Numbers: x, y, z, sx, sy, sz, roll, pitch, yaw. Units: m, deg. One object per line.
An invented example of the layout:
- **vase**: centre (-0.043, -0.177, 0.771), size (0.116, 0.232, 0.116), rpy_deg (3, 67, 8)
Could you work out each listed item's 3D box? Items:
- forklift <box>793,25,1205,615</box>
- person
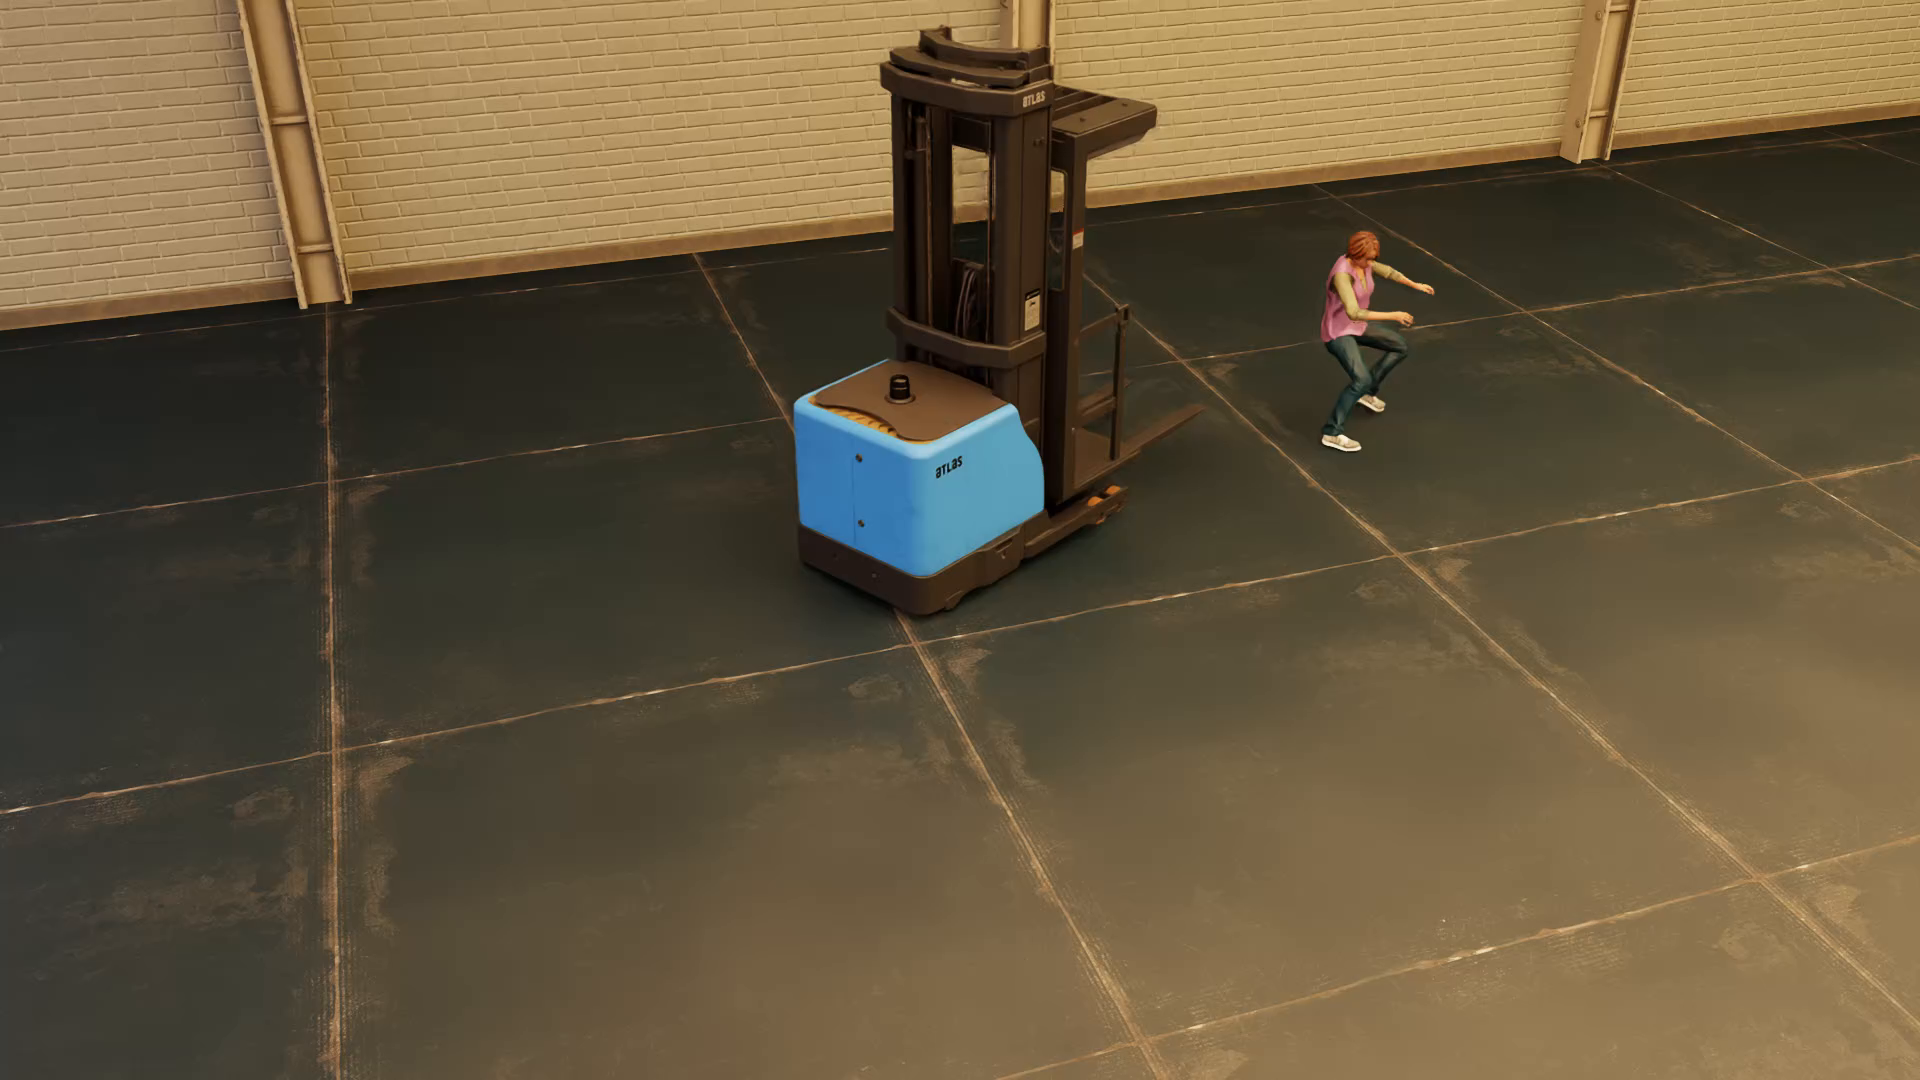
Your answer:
- **forklift**: centre (0.399, -1.515, 9.719), size (1.130, 2.935, 3.031), rpy_deg (23, 37, 35)
- **person**: centre (2.717, -1.363, 11.015), size (0.673, 1.371, 0.811), rpy_deg (23, 37, 34)
